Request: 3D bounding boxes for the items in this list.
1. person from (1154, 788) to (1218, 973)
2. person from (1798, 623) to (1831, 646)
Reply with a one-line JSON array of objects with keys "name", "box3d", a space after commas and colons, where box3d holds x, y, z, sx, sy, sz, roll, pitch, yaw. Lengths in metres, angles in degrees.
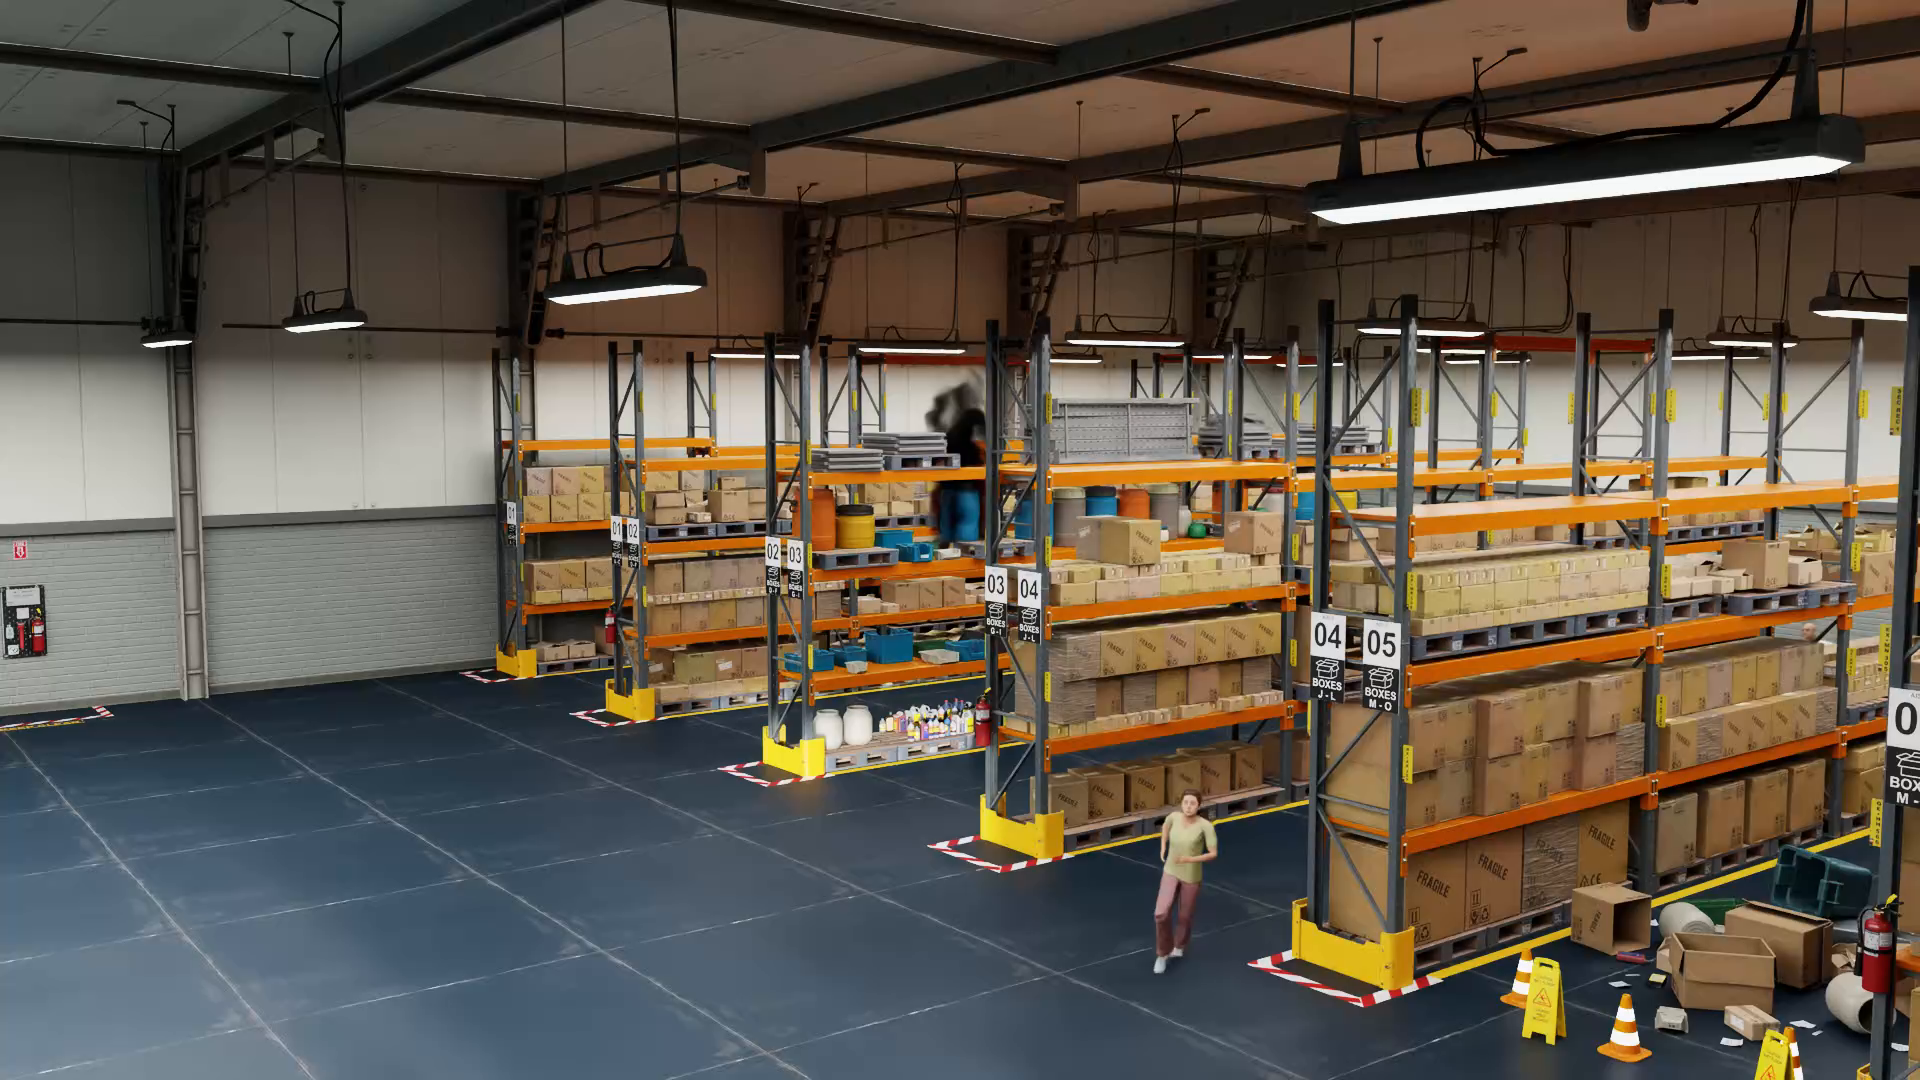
[{"name": "person", "box3d": [2.054, 3.041, 14.933, 0.565, 1.695, 0.682, 2, 5, 22]}, {"name": "person", "box3d": [12.557, 2.144, 24.608, 0.858, 1.820, 0.712, -4, 6, -36]}]
